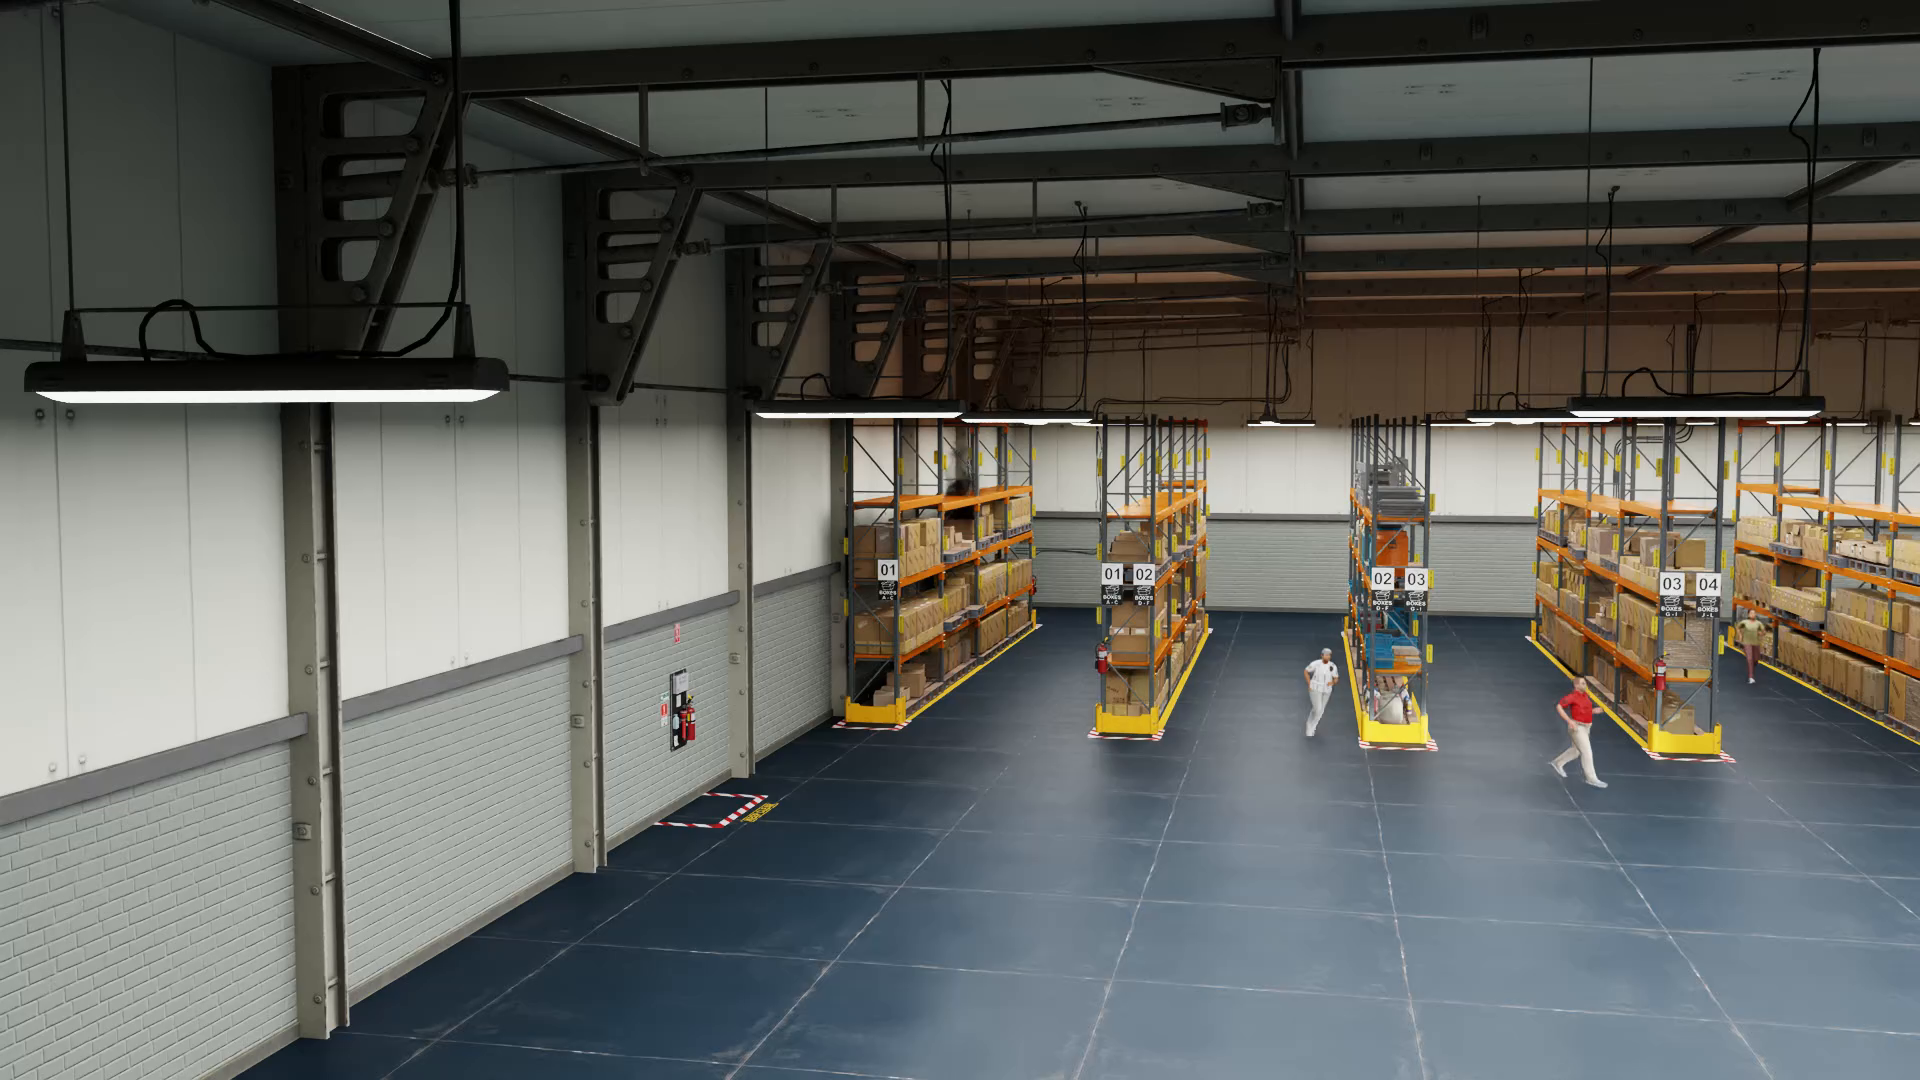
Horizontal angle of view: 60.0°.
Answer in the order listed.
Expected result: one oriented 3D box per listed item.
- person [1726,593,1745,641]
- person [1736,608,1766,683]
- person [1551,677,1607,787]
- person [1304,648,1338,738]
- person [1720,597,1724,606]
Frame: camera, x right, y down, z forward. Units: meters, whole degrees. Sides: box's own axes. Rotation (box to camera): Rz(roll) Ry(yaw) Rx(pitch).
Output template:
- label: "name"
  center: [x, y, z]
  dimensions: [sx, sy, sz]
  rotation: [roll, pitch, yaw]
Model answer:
- label: "person"
  center: [21.165, 1.893, 45.084]
  dimensions: [0.742, 1.748, 0.659]
  rotation: [0, 4, 1]
- label: "person"
  center: [17.900, 2.371, 37.613]
  dimensions: [0.581, 1.637, 0.960]
  rotation: [1, 4, 13]
- label: "person"
  center: [9.974, 3.056, 26.786]
  dimensions: [0.990, 1.713, 0.663]
  rotation: [3, 5, 42]
- label: "person"
  center: [6.741, 2.848, 31.035]
  dimensions: [0.628, 1.662, 0.601]
  rotation: [-1, 4, -9]
- label: "person"
  center: [20.260, 1.955, 44.902]
  dimensions: [0.615, 1.587, 0.601]
  rotation: [-1, 4, -14]
